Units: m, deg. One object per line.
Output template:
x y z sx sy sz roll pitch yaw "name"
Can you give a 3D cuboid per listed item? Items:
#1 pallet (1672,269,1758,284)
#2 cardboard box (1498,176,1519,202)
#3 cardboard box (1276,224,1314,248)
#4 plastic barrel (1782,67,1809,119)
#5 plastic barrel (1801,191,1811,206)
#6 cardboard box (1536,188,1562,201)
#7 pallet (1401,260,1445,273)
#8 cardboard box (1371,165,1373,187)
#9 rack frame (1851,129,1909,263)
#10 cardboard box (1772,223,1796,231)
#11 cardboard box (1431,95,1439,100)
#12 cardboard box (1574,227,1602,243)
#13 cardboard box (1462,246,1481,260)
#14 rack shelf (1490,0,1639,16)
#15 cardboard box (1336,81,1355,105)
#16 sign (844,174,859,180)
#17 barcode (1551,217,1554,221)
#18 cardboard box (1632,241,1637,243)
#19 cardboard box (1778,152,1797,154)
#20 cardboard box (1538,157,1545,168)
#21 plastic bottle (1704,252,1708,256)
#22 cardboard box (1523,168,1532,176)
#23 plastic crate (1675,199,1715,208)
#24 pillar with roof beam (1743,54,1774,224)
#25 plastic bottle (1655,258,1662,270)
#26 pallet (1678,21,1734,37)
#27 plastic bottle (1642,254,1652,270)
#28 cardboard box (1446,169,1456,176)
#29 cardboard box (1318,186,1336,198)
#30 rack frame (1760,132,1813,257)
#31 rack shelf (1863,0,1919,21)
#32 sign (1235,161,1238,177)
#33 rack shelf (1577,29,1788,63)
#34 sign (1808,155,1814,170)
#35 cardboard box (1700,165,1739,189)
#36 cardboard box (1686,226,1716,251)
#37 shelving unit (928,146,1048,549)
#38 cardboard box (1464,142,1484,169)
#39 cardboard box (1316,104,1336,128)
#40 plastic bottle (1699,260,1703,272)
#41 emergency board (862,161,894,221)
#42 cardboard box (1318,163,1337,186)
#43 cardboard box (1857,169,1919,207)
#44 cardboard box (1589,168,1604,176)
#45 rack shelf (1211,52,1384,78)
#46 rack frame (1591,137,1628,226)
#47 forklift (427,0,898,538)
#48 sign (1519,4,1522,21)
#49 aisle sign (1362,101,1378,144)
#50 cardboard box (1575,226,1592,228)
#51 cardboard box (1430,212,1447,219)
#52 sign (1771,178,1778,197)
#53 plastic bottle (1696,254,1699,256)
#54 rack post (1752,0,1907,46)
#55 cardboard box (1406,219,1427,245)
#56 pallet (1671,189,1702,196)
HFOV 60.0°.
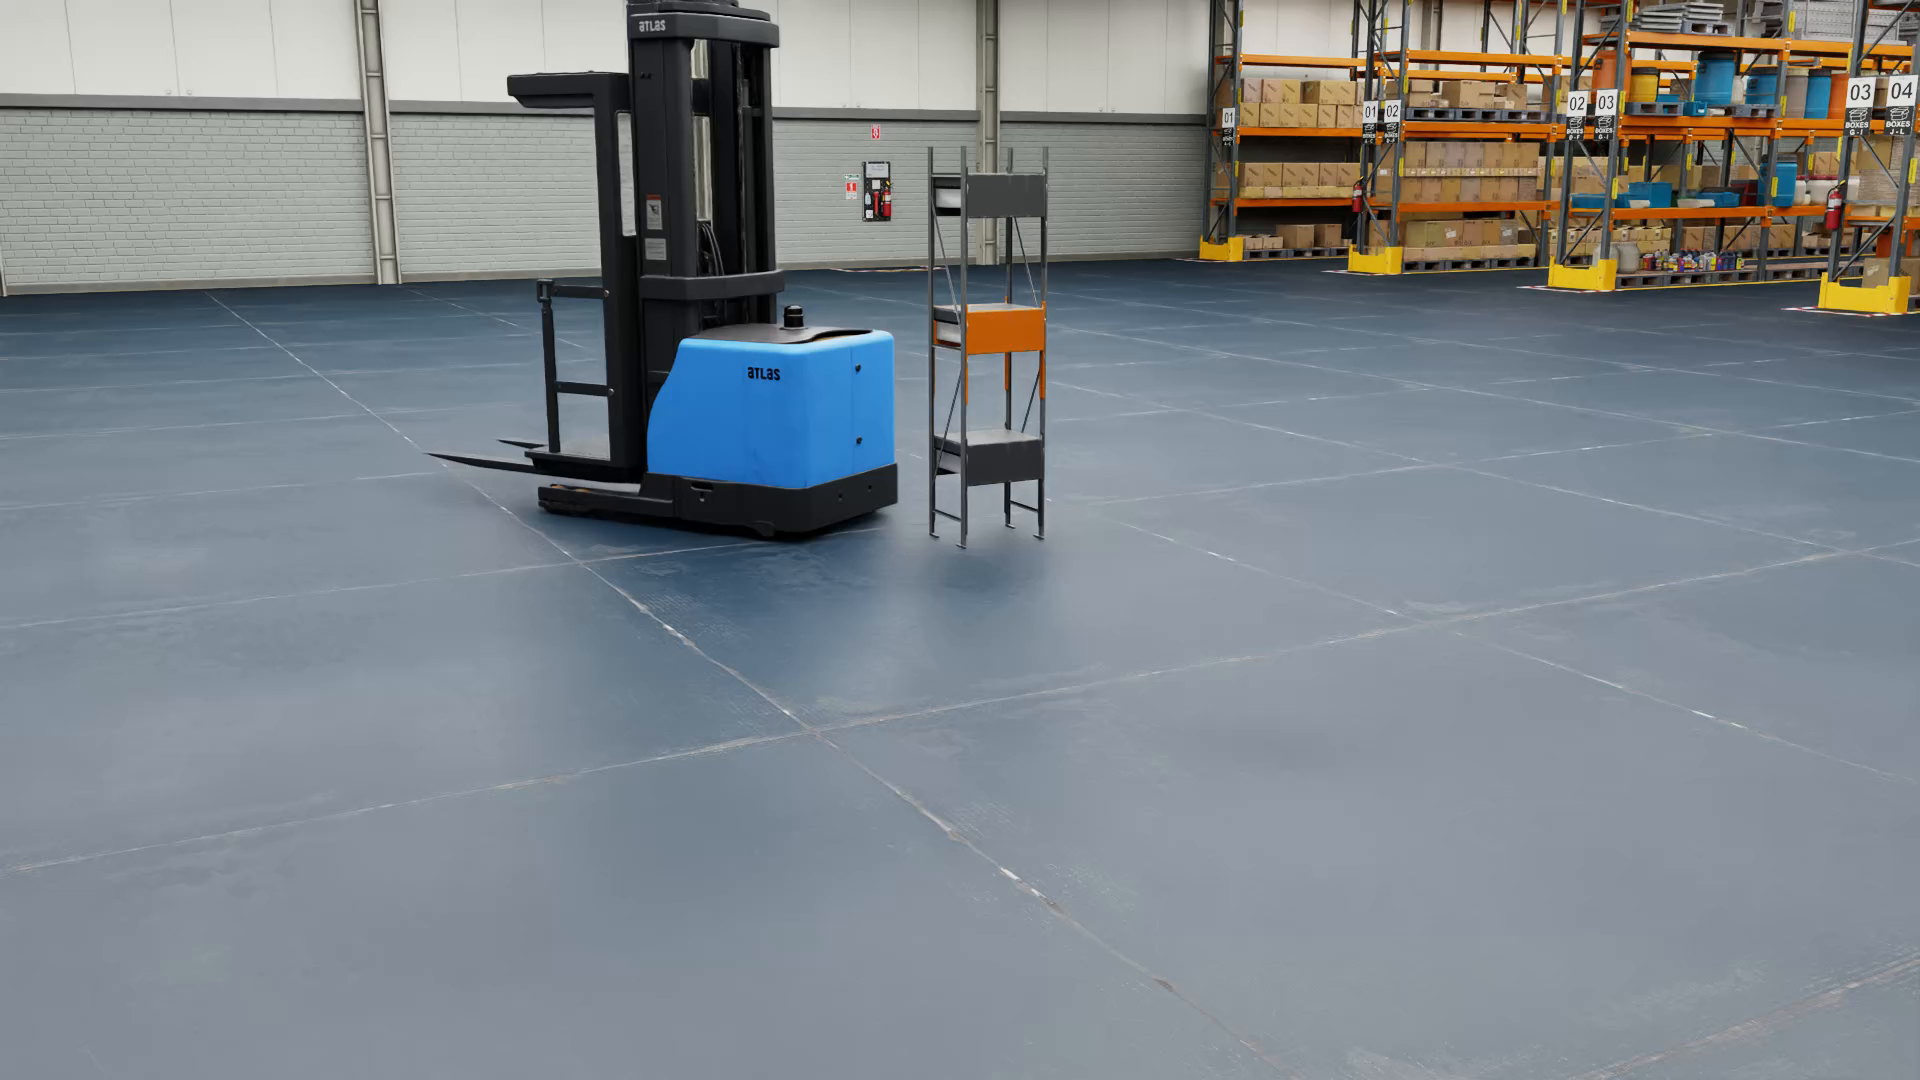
13.284 -4.680 29.422 1.213 0.211 1.003 -7 14 -28 "pallet"
10.677 -7.002 33.162 0.500 0.500 0.700 -7 14 -28 "cardboard box"
7.454 -6.769 37.047 0.500 0.500 0.700 -8 15 -31 "cardboard box"
14.810 -7.975 29.739 0.600 0.901 0.600 0 13 0 "plastic barrel"
15.129 -6.145 29.897 0.301 0.262 0.301 0 13 0 "plastic barrel"
11.935 -7.045 33.922 0.500 0.250 0.500 -6 14 -24 "cardboard box"
8.664 -5.365 32.467 1.213 0.211 1.003 -7 14 -28 "pallet"
9.610 -8.322 38.027 0.500 0.500 0.700 -7 14 -28 "cardboard box"
17.404 -6.523 31.264 0.127 3.000 1.000 -7 14 -28 "rack frame"
18.909 -7.009 38.113 0.500 0.500 0.500 -7 14 -28 "cardboard box"
8.897 -8.472 32.158 0.500 0.250 0.500 -7 14 -28 "cardboard box"
12.901 -6.296 34.284 0.500 0.311 0.500 -7 15 -30 "cardboard box"
9.907 -5.671 32.784 0.500 0.250 0.500 -7 14 -28 "cardboard box"
14.413 -12.840 39.738 4.000 0.370 1.077 -7 14 -28 "rack shelf"
8.358 -9.857 36.693 0.500 0.500 0.500 -6 14 -25 "cardboard box"
-2.145 -7.184 32.911 0.331 0.109 0.001 -7 14 -28 "sign"
11.947 -6.468 33.521 0.075 0.075 0.001 -7 14 -28 "barcode"
13.796 -6.132 34.832 0.500 0.250 0.500 -6 14 -27 "cardboard box"
18.865 -8.539 37.715 0.500 0.500 0.500 -7 14 -28 "cardboard box"
13.651 -9.057 39.863 0.500 0.250 0.500 -7 14 -29 "cardboard box"
13.404 -5.037 29.872 0.097 0.271 0.097 0 13 0 "plastic bottle"
11.169 -7.327 33.131 0.250 0.149 0.380 -7 15 -29 "cardboard box"
12.590 -5.754 28.447 0.437 0.136 0.530 -7 14 -28 "plastic crate"
23.697 -11.822 41.145 0.548 9.000 9.100 -7 14 -28 "pillar with roof beam"
12.217 -4.823 29.078 0.097 0.201 0.097 0 13 0 "plastic bottle"
12.111 -8.521 27.817 1.213 0.211 1.003 -7 14 -28 "pallet"
12.019 -4.867 29.103 0.135 0.276 0.152 -7 14 -27 "plastic bottle"
9.365 -7.111 32.169 0.250 0.149 0.380 -7 15 -30 "cardboard box"
8.001 -7.734 36.937 0.500 0.250 0.500 -7 14 -28 "cardboard box"
18.545 -7.899 37.377 0.127 3.000 1.000 -7 14 -28 "rack frame"
14.511 -7.512 23.639 4.000 0.370 1.077 -7 14 -28 "rack shelf"
5.896 -7.909 35.448 0.005 0.325 0.100 -7 14 -28 "sign"
12.138 -8.273 27.924 4.000 0.370 1.077 -7 14 -28 "rack shelf"
18.814 -8.358 36.777 0.005 0.325 0.100 -7 14 -28 "sign"
16.427 -7.880 36.105 0.500 0.500 0.700 -4 13 -17 "cardboard box"
16.028 -6.523 35.951 0.500 0.500 0.500 -7 15 -30 "cardboard box"
0.145 -1.042 8.956 0.503 2.100 0.431 -7 14 -28 "shelving unit"
9.815 -7.533 32.568 0.500 0.500 0.700 -7 14 -28 "cardboard box"
7.904 -9.317 36.571 0.500 0.500 0.500 -7 15 -30 "cardboard box"
12.779 -4.741 28.713 0.097 0.201 0.097 0 13 0 "plastic bottle"
-1.618 -6.948 33.149 0.643 1.169 0.194 -7 14 -28 "emergency board"
7.997 -8.100 36.860 0.500 0.500 0.500 -7 15 -29 "cardboard box"
13.252 -4.974 23.473 0.500 0.500 0.875 -7 14 -28 "cardboard box"
15.441 -8.904 40.893 0.500 0.500 0.500 -7 14 -27 "cardboard box"
7.391 -10.376 36.364 4.000 0.370 1.077 -7 14 -28 "rack shelf"
16.168 -8.854 41.617 0.127 3.000 1.000 -7 14 -28 "rack frame"
-1.899 -1.658 9.800 3.031 2.935 1.130 7 15 29 "forklift"
11.253 -10.582 33.327 0.005 0.325 0.100 -7 14 -28 "sign"
7.814 -7.955 31.703 0.004 0.787 0.394 -7 14 -28 "aisle sign"
13.077 -6.453 34.978 0.500 0.311 0.500 -7 14 -29 "cardboard box"
11.071 -7.605 39.053 0.500 0.250 0.500 -7 14 -28 "cardboard box"
14.147 -6.131 28.888 0.005 0.325 0.100 -7 14 -28 "sign"
12.818 -4.819 28.874 0.133 0.283 0.061 -7 14 -28 "plastic bottle"
15.581 -9.351 29.708 3.121 1.000 1.013 -7 14 -28 "rack post"
9.211 -6.088 32.927 0.500 0.500 0.500 -7 14 -28 "cardboard box"
15.596 -7.470 35.906 1.003 0.211 1.213 -7 14 -28 "pallet"
